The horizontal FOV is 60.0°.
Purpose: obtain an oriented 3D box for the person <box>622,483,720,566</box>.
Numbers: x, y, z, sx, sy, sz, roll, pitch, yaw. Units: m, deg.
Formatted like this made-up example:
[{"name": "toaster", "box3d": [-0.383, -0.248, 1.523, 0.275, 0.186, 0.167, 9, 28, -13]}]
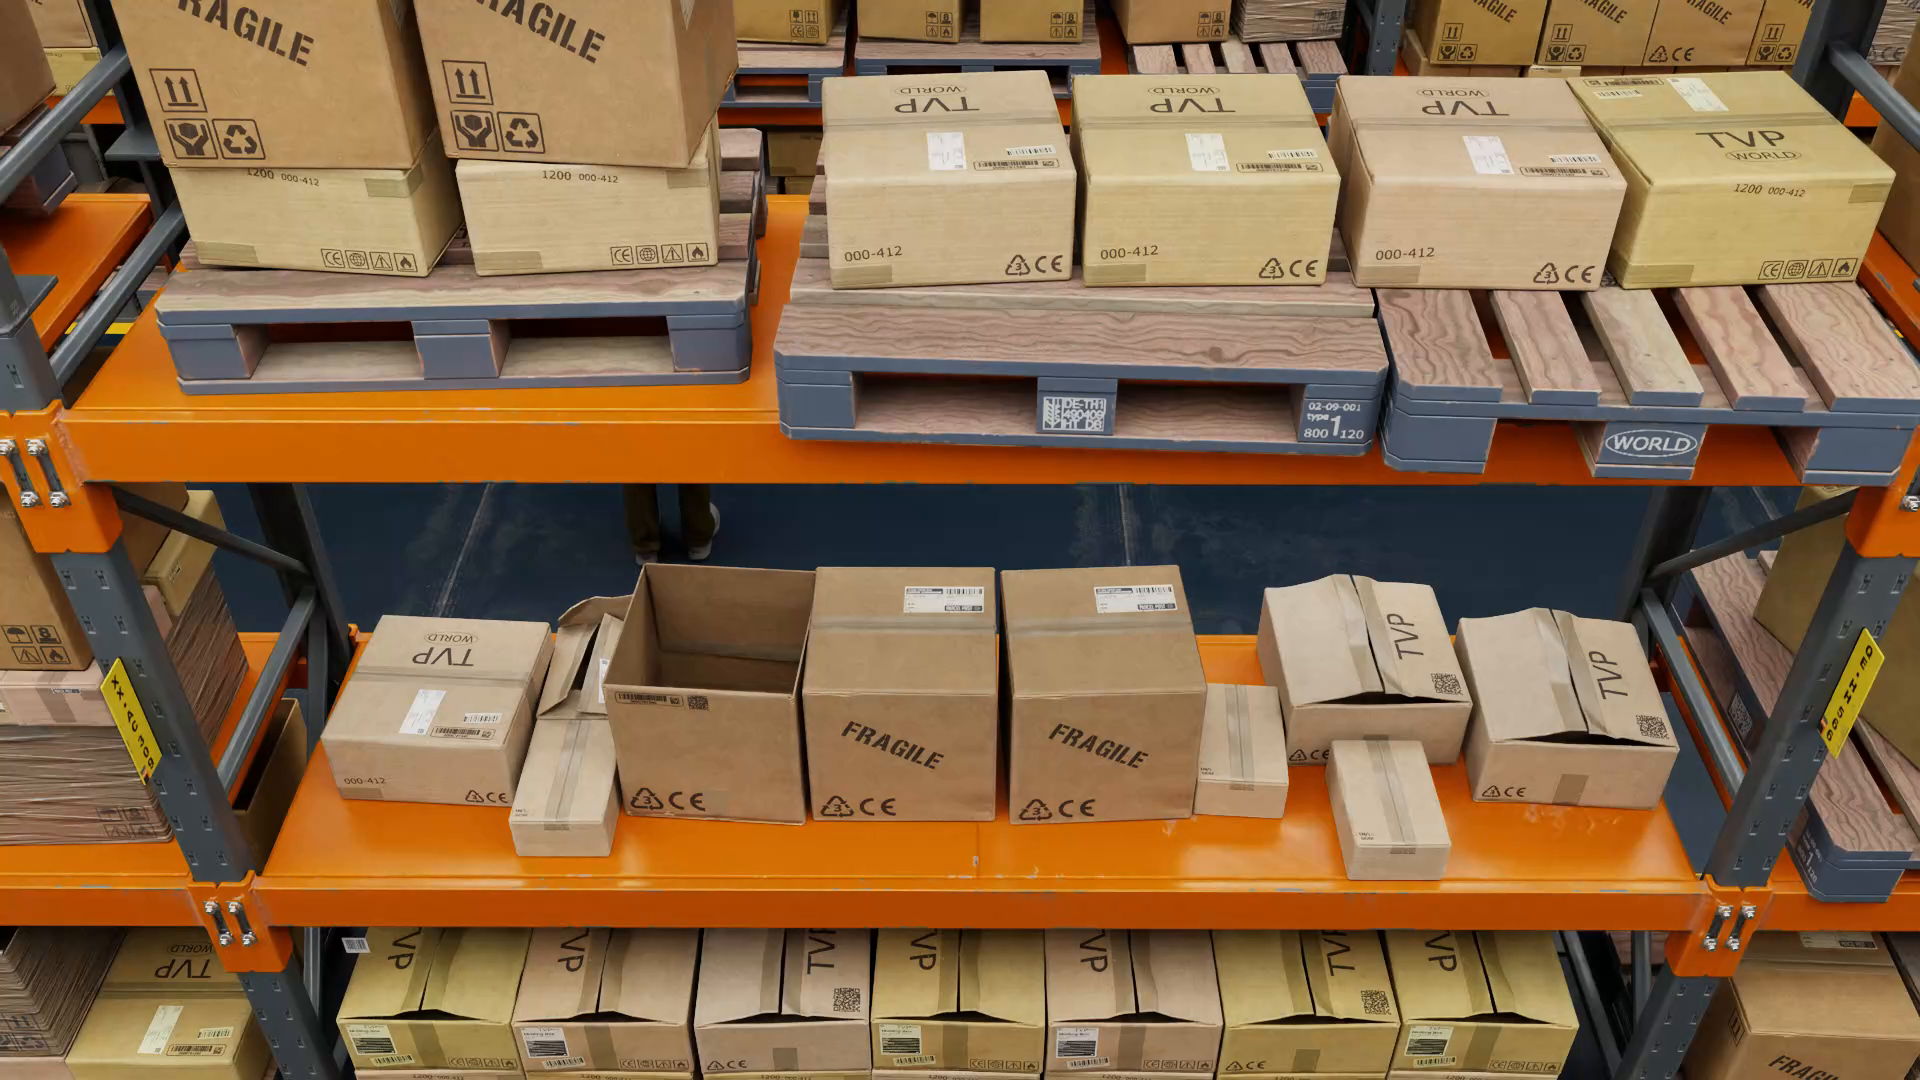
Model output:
[{"name": "person", "box3d": [-1.296, -0.708, 7.044, 0.527, 1.769, 0.563, 0, 39, 0]}]
